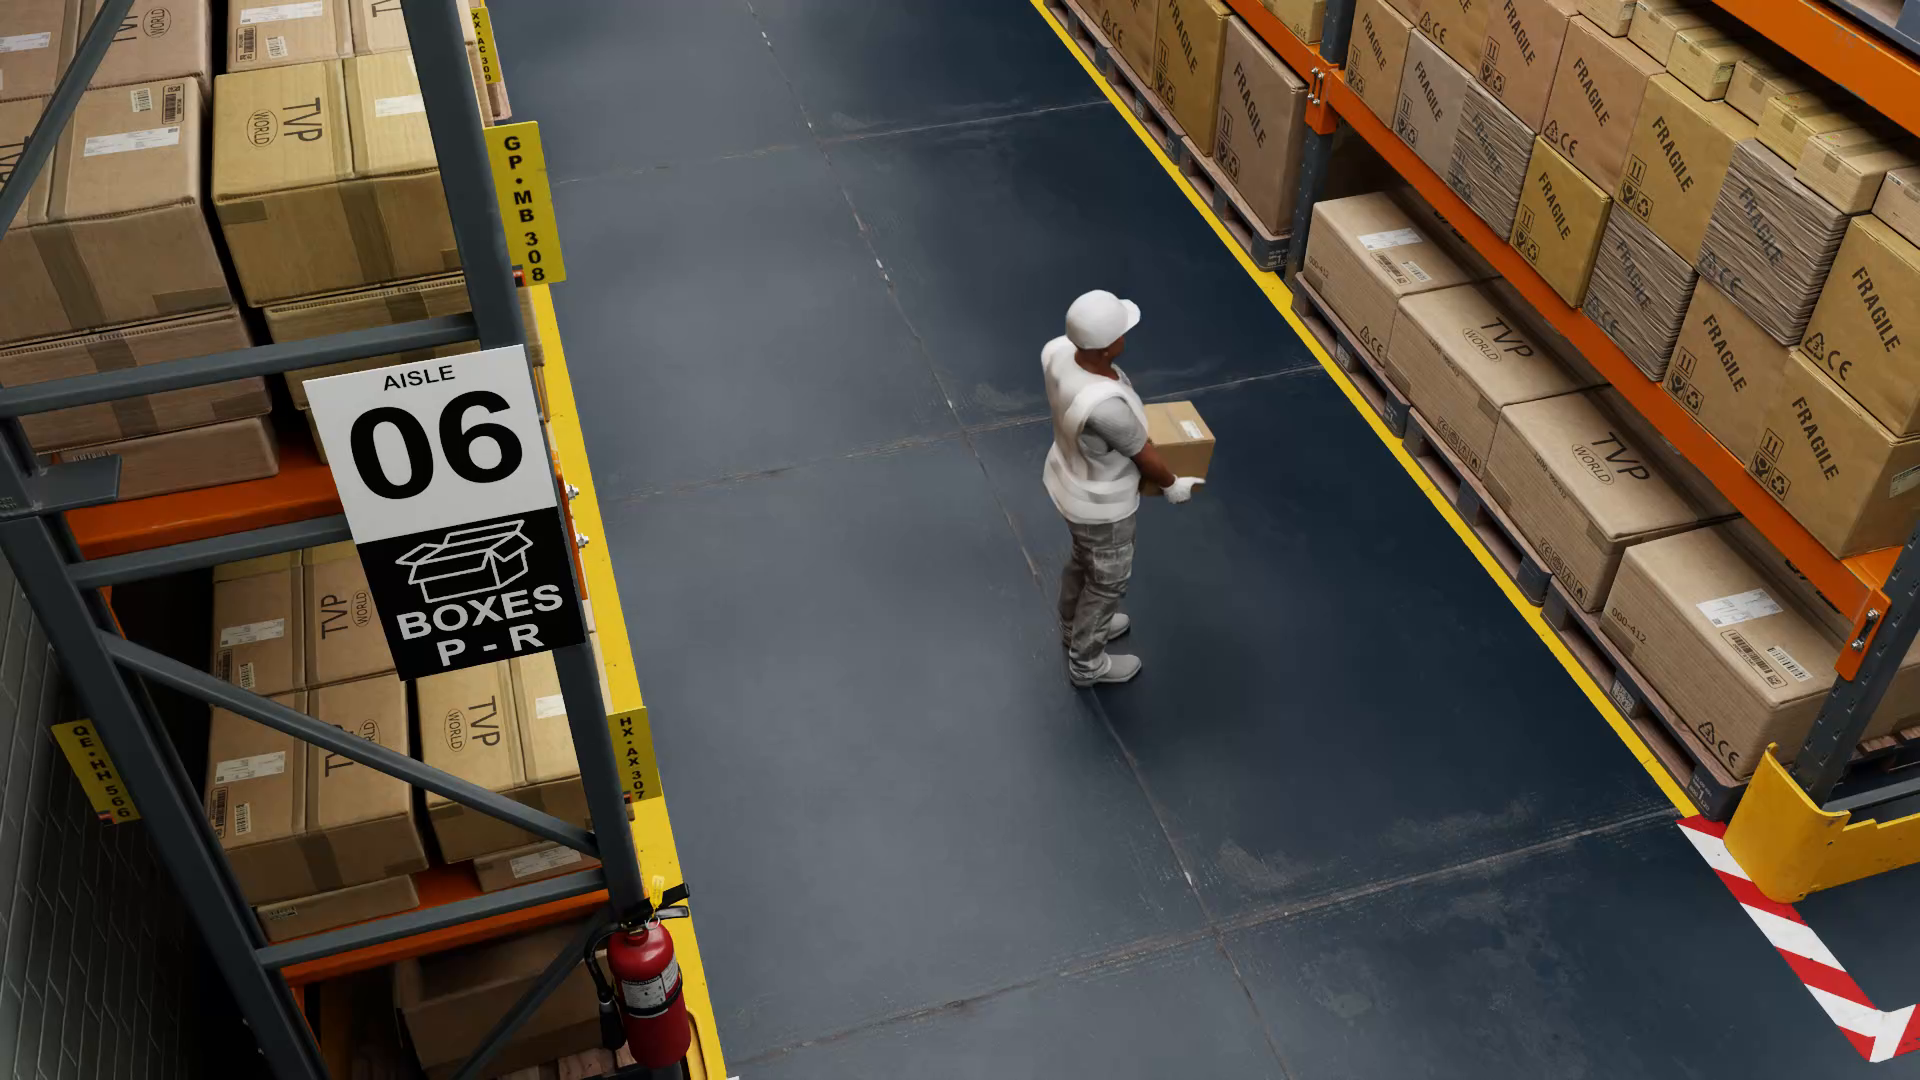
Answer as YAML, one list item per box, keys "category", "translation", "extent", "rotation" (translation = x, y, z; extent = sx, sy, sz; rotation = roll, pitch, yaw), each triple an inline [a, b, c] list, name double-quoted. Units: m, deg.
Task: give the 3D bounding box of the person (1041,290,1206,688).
- category: "person"
  translation: [0.614, -0.211, 6.381]
  extent: [0.573, 1.781, 0.489]
  rotation: [-11, 43, -12]
